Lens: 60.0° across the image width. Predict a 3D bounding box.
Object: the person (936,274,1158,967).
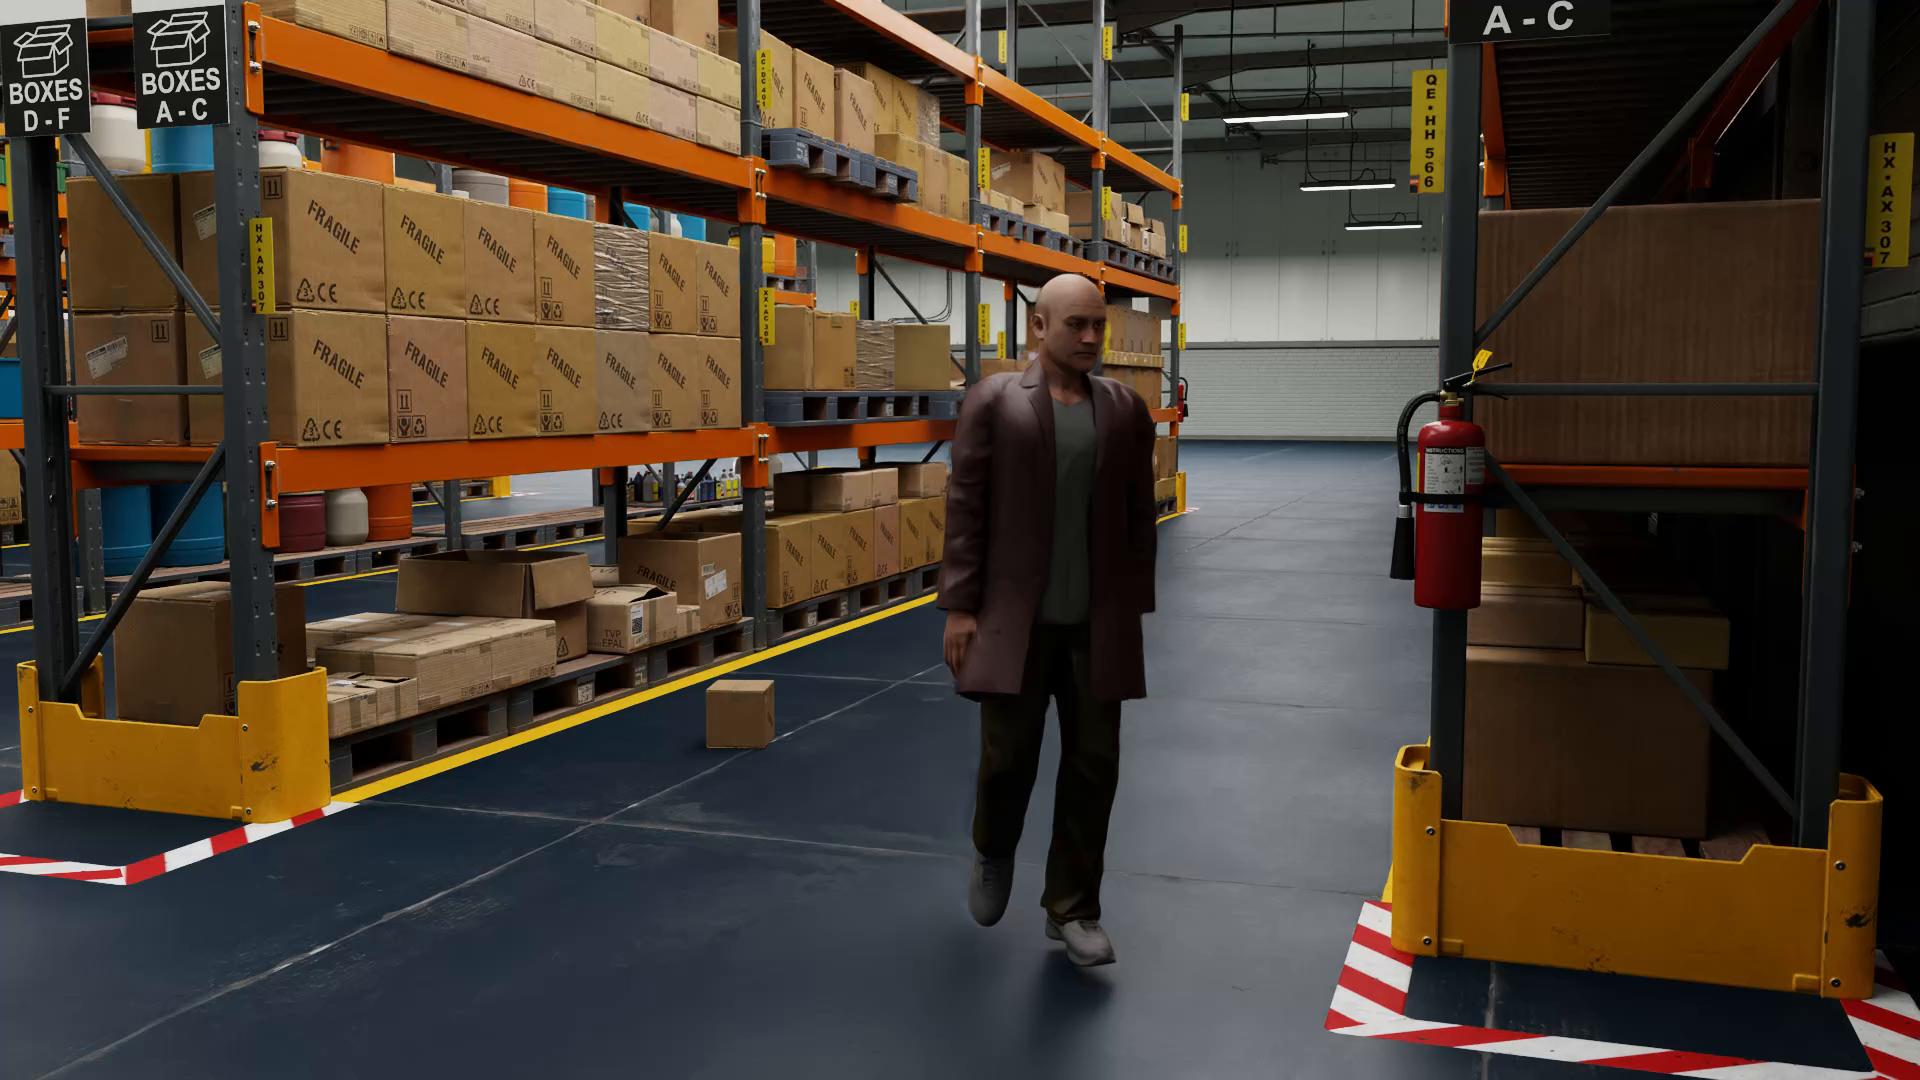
[{"bbox_3d":[0.230,0.194,4.388,0.608,1.769,0.595,-1,5,-13],"label":"person"}]
